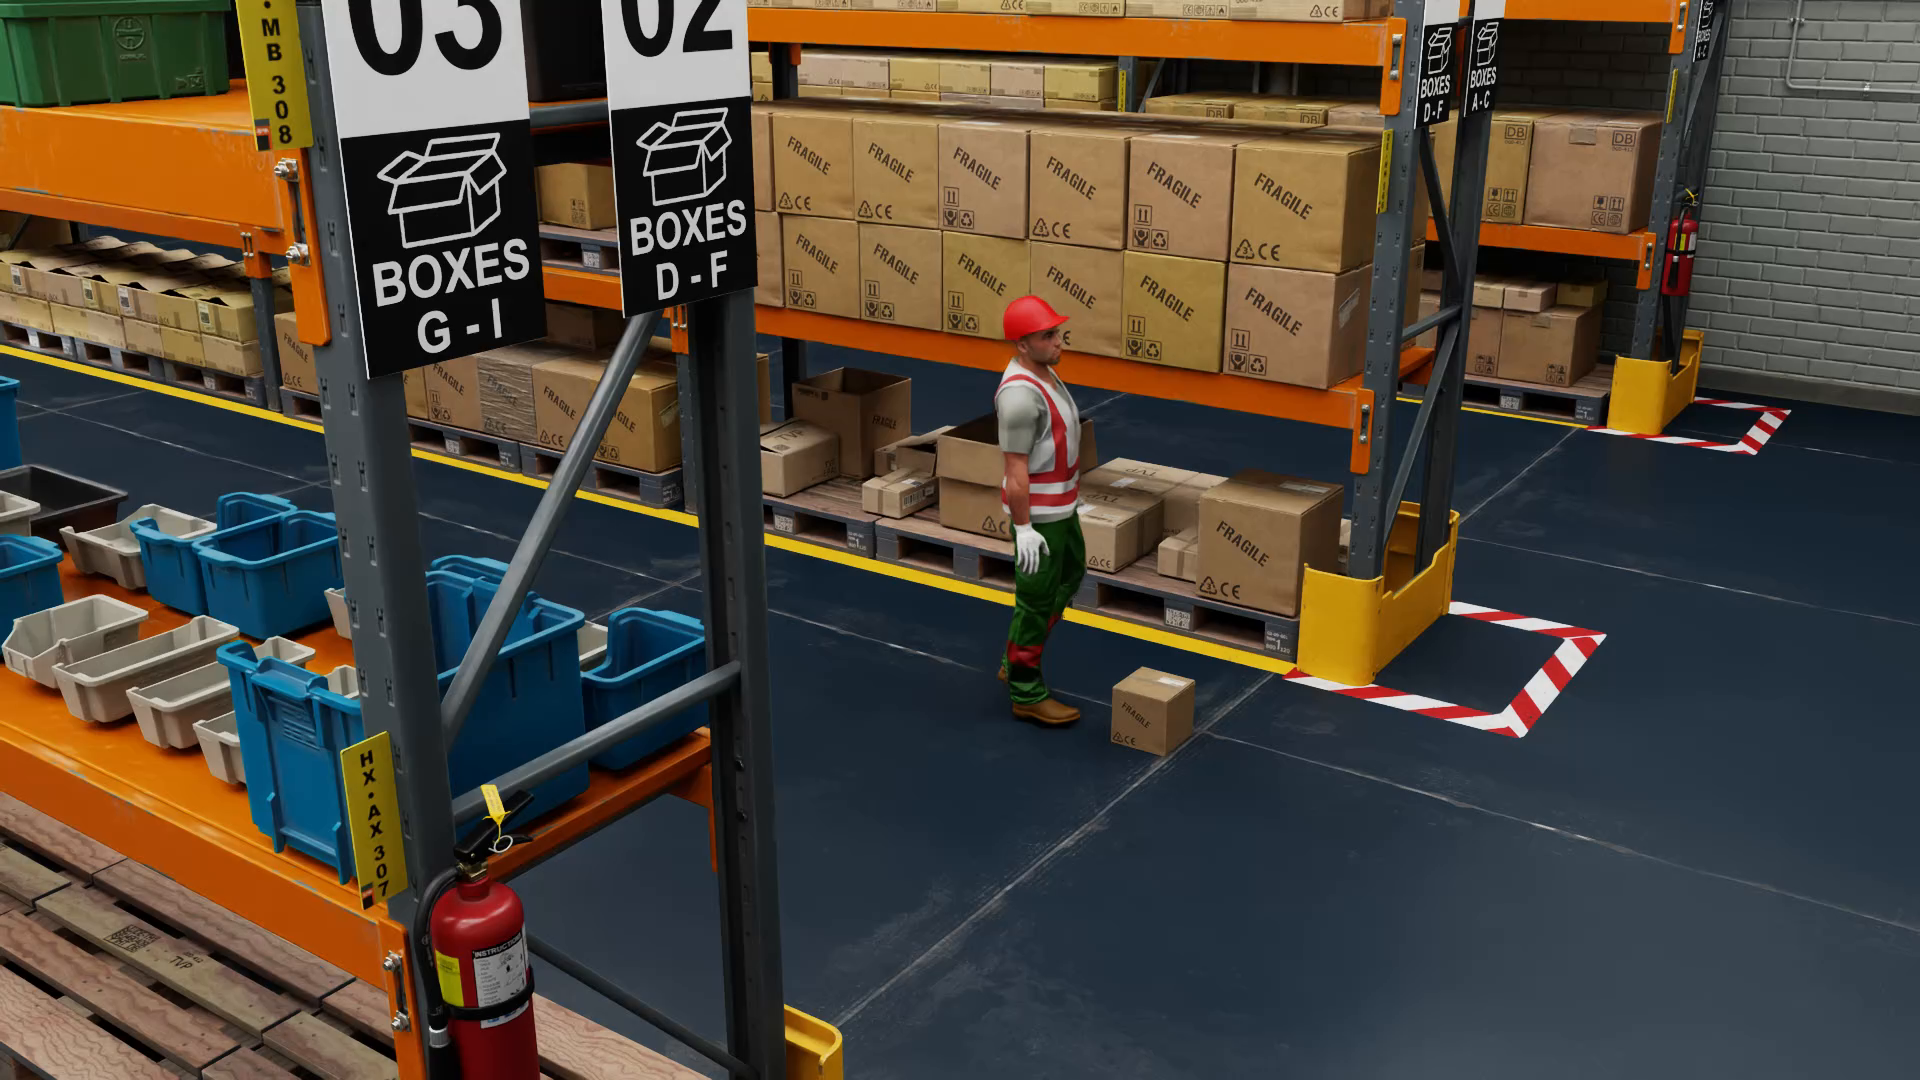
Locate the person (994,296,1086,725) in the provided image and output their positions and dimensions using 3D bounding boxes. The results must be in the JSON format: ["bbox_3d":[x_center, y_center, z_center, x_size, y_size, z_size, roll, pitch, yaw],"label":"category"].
[{"bbox_3d":[0.339,-0.120,6.820,0.375,1.791,0.638,3,20,10],"label":"person"}]
